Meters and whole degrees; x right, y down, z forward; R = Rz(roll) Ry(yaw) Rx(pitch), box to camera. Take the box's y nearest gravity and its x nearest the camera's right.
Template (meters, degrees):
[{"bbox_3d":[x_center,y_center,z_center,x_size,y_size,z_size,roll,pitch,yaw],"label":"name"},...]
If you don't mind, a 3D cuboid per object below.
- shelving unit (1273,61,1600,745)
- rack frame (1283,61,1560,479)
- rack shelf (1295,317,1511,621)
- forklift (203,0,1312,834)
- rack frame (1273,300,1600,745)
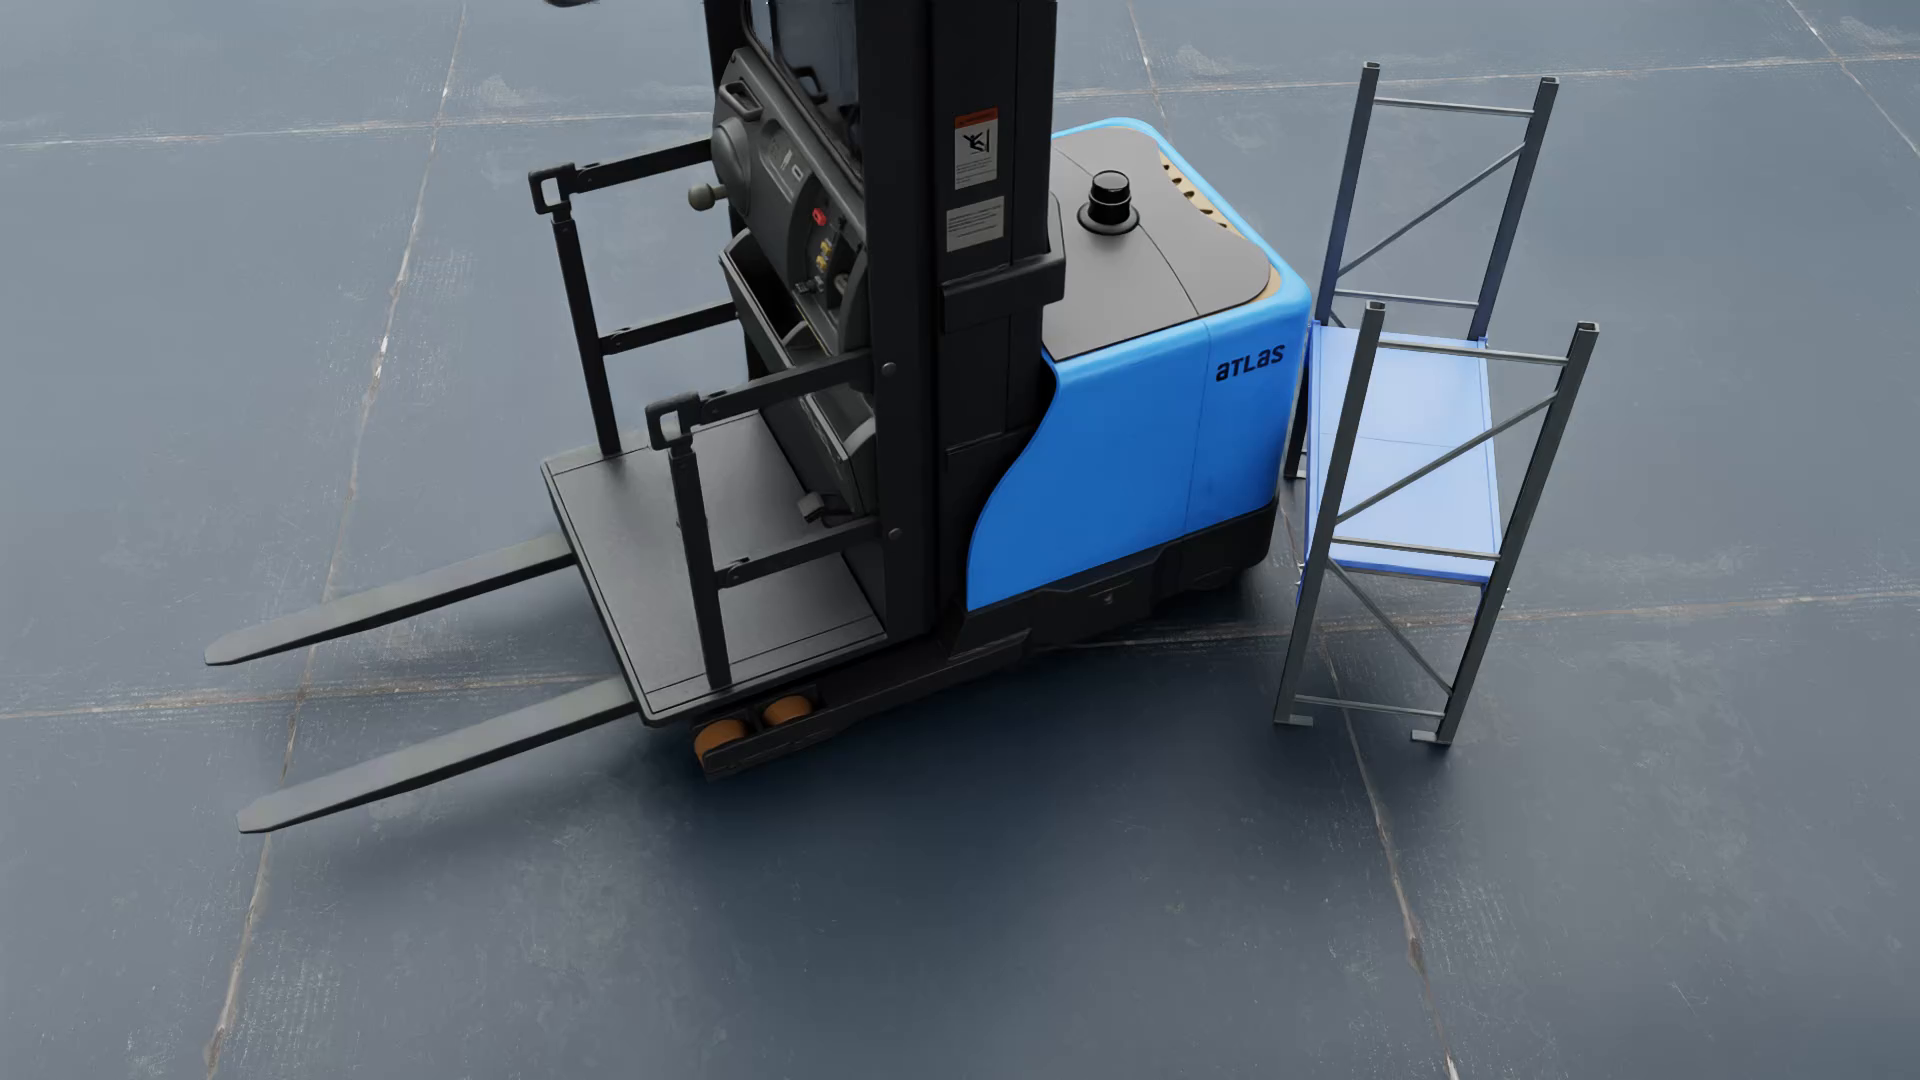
[{"bbox_3d":[1.226,-0.341,4.540,0.538,1.500,1.048,7,47,6],"label":"shelving unit"},{"bbox_3d":[1.307,-0.705,4.885,0.500,1.500,0.032,7,47,6],"label":"rack frame"},{"bbox_3d":[1.226,-0.217,4.670,0.538,0.185,1.000,7,47,6],"label":"rack shelf"},{"bbox_3d":[-0.605,-0.791,3.981,3.031,2.935,1.130,-19,49,-17],"label":"forklift"},{"bbox_3d":[1.145,0.024,4.194,0.500,1.500,0.032,7,47,6],"label":"rack frame"}]
